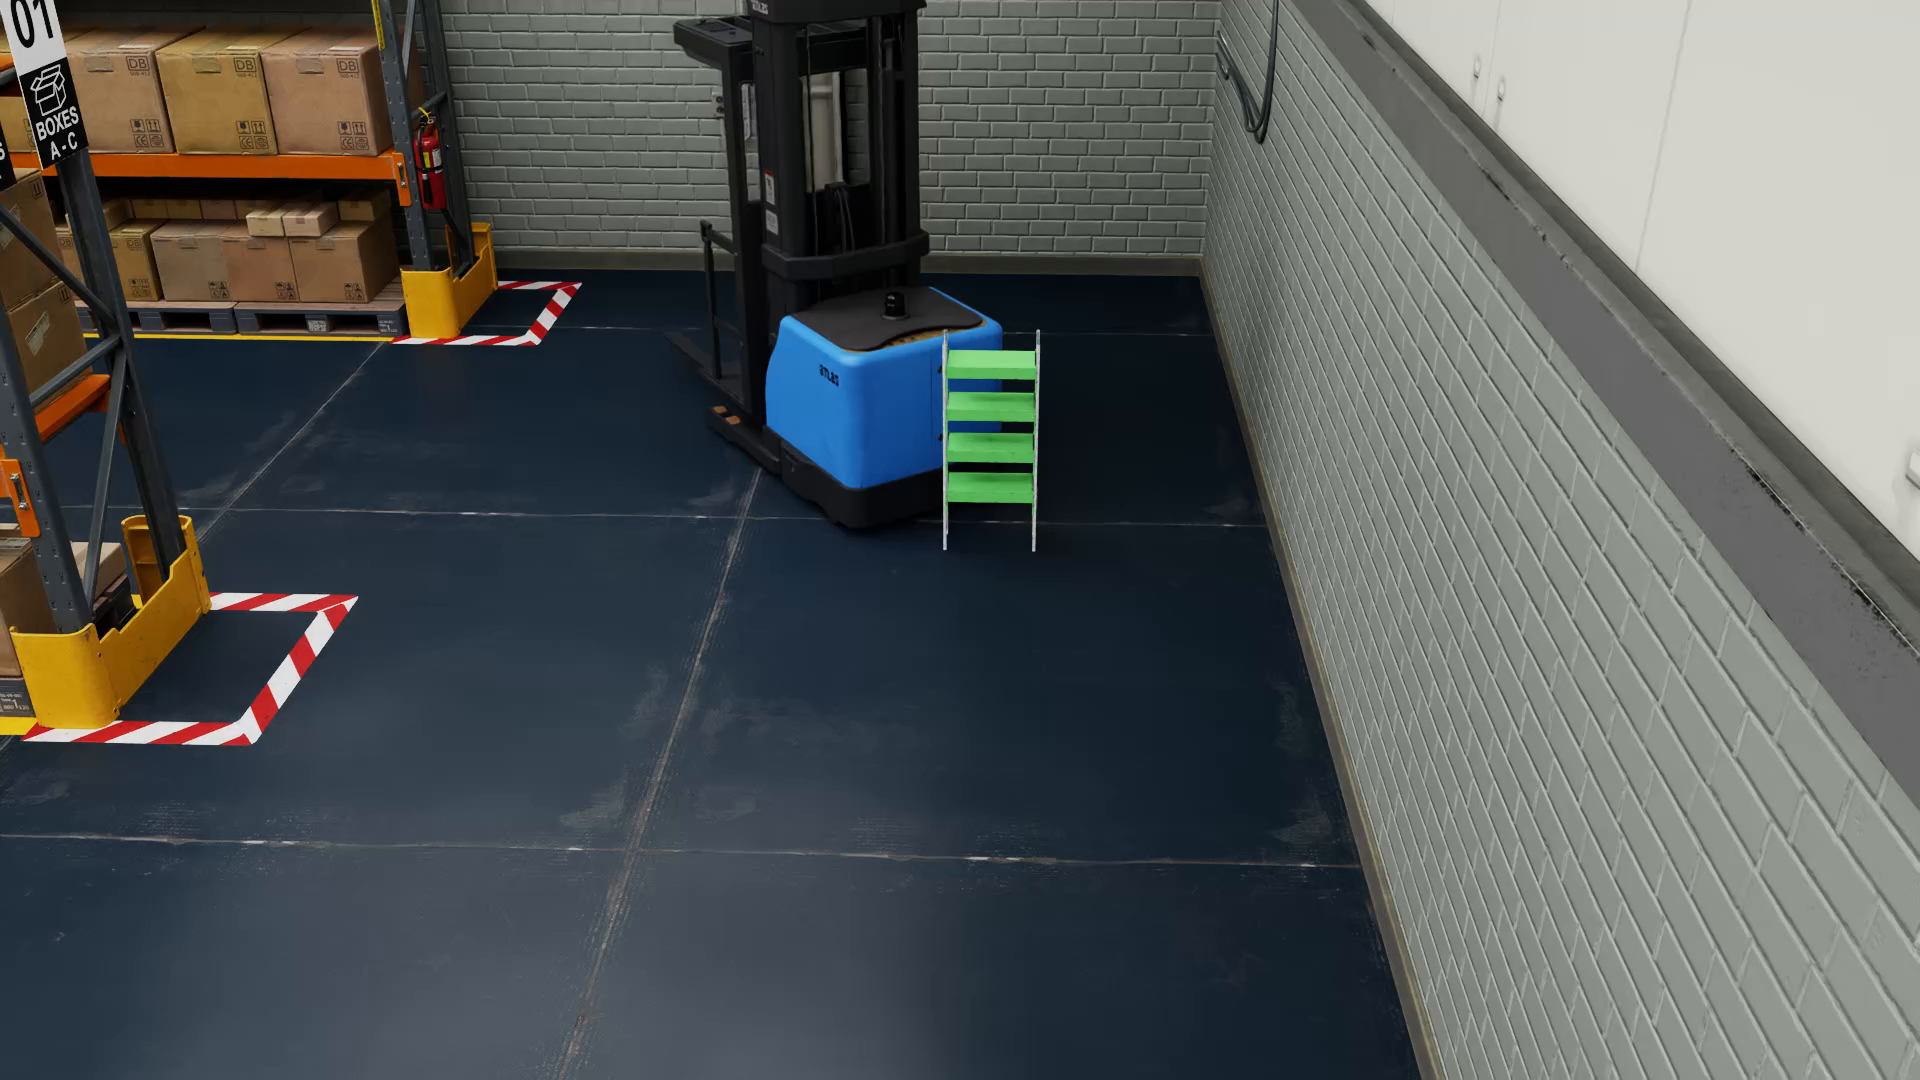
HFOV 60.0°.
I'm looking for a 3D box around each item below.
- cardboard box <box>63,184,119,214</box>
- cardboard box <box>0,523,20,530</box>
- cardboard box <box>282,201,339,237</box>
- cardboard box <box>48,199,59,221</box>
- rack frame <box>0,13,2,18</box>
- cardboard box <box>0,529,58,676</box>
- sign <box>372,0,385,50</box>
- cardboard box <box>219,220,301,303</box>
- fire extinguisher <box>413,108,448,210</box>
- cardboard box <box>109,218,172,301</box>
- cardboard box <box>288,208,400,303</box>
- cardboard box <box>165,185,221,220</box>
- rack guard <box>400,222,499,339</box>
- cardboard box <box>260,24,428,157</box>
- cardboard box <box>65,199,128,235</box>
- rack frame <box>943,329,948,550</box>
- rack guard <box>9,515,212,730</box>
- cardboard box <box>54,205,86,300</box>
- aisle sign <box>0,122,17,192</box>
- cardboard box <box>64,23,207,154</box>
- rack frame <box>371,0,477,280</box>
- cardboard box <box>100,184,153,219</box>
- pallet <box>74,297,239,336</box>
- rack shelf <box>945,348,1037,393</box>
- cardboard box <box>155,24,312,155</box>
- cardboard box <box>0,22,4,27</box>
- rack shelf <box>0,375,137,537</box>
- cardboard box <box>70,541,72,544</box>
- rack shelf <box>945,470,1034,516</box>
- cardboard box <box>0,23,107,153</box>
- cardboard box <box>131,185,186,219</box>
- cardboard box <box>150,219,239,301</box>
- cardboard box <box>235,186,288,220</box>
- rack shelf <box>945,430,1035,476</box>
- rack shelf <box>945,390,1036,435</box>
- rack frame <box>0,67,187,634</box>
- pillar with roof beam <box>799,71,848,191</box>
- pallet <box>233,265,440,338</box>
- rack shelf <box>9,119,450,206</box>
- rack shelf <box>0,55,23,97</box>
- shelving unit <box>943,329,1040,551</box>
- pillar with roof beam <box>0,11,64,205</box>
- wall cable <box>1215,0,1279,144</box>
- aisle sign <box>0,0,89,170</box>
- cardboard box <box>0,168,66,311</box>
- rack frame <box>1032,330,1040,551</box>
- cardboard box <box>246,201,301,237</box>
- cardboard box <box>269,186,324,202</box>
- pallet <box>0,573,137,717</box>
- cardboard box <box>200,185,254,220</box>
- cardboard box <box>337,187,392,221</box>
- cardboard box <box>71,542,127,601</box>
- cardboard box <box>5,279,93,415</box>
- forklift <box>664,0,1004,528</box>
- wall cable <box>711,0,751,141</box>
[{"bbox_3d":[-6.413,-2.508,12.307,0.250,0.149,0.380,0,28,0],"label":"cardboard box"},{"bbox_3d":[-5.015,0.138,8.253,0.500,0.250,0.500,1,28,2],"label":"cardboard box"},{"bbox_3d":[-4.649,-2.301,11.915,0.250,0.149,0.380,1,28,1],"label":"cardboard box"},{"bbox_3d":[-6.729,-2.334,11.978,0.250,0.149,0.380,2,28,4],"label":"cardboard box"},{"bbox_3d":[-3.982,-3.383,6.024,0.127,3.000,1.000,1,28,2],"label":"rack frame"},{"bbox_3d":[-4.534,0.284,7.711,0.500,0.500,0.500,1,28,2],"label":"cardboard box"},{"bbox_3d":[-3.844,-3.414,10.998,0.005,0.325,0.100,1,28,2],"label":"sign"},{"bbox_3d":[-5.014,-2.106,12.240,0.500,0.500,0.700,1,28,2],"label":"cardboard box"},{"bbox_3d":[-3.677,-2.634,11.497,0.183,0.674,0.296,1,28,2],"label":"fire extinguisher"},{"bbox_3d":[-6.050,-2.119,12.265,0.500,0.500,0.700,2,28,3],"label":"cardboard box"},{"bbox_3d":[-4.514,-2.097,12.224,0.500,0.500,0.700,1,28,2],"label":"cardboard box"},{"bbox_3d":[-5.649,-2.496,12.283,0.250,0.149,0.380,1,28,2],"label":"cardboard box"},{"bbox_3d":[-3.787,-1.947,12.388,0.348,0.500,1.175,1,28,2],"label":"rack guard"},{"bbox_3d":[-4.321,-3.188,11.740,0.700,0.700,0.980,2,28,4],"label":"cardboard box"},{"bbox_3d":[-6.207,-2.325,11.962,0.250,0.149,0.380,0,28,0],"label":"cardboard box"},{"bbox_3d":[-0.078,-0.531,8.971,0.015,1.200,0.240,1,28,2],"label":"rack frame"},{"bbox_3d":[-4.058,0.371,8.017,0.348,0.500,1.175,1,28,2],"label":"rack guard"},{"bbox_3d":[-6.563,-2.128,12.283,0.500,0.500,0.700,1,28,1],"label":"cardboard box"},{"bbox_3d":[-3.925,-1.737,6.548,0.004,0.787,0.394,1,28,2],"label":"aisle sign"},{"bbox_3d":[-5.810,-3.211,11.785,0.700,0.700,0.980,0,28,-1],"label":"cardboard box"},{"bbox_3d":[-3.811,-3.051,11.804,0.127,3.000,1.000,1,28,2],"label":"rack frame"},{"bbox_3d":[-6.160,-2.504,12.299,0.250,0.149,0.380,1,28,2],"label":"cardboard box"},{"bbox_3d":[-5.829,-1.817,12.453,1.213,0.211,1.003,1,28,2],"label":"pallet"},{"bbox_3d":[0.165,-0.895,8.769,0.480,0.148,0.258,1,28,2],"label":"rack shelf"},{"bbox_3d":[-5.049,-3.194,11.753,0.700,0.700,0.980,1,28,1],"label":"cardboard box"},{"bbox_3d":[-7.267,-3.233,11.827,0.700,0.700,0.980,1,28,3],"label":"cardboard box"},{"bbox_3d":[-5.981,-0.448,7.660,4.000,0.370,1.077,1,28,2],"label":"rack shelf"},{"bbox_3d":[-4.638,0.153,8.314,0.250,0.166,0.380,1,28,2],"label":"cardboard box"},{"bbox_3d":[0.165,-0.259,9.106,0.480,0.148,0.258,1,28,2],"label":"rack shelf"},{"bbox_3d":[-6.538,-3.219,11.799,0.700,0.700,0.980,0,28,0],"label":"cardboard box"},{"bbox_3d":[-5.902,-2.500,12.291,0.250,0.149,0.380,0,28,1],"label":"cardboard box"},{"bbox_3d":[-5.517,-2.114,12.255,0.500,0.500,0.700,0,28,0],"label":"cardboard box"},{"bbox_3d":[-5.139,-2.488,12.268,0.250,0.149,0.380,1,28,2],"label":"cardboard box"},{"bbox_3d":[0.165,-0.471,8.994,0.480,0.148,0.258,1,28,2],"label":"rack shelf"},{"bbox_3d":[0.165,-0.683,8.881,0.480,0.148,0.258,1,28,2],"label":"rack shelf"},{"bbox_3d":[-3.982,-0.733,7.429,0.127,3.000,1.000,1,28,2],"label":"rack frame"},{"bbox_3d":[-1.234,-4.047,7.277,0.400,9.000,9.100,1,28,2],"label":"pillar with roof beam"},{"bbox_3d":[-4.613,-1.796,12.413,1.213,0.211,1.003,1,28,2],"label":"pallet"},{"bbox_3d":[-5.810,-2.767,12.034,4.000,0.370,1.077,1,28,2],"label":"rack shelf"},{"bbox_3d":[-5.981,-1.773,6.958,4.000,0.370,1.077,1,28,2],"label":"rack shelf"},{"bbox_3d":[0.165,-0.527,8.964,0.503,1.200,0.258,1,28,2],"label":"shelving unit"},{"bbox_3d":[-7.230,-4.146,7.464,0.400,9.000,9.100,1,28,2],"label":"pillar with roof beam"},{"bbox_3d":[1.829,-4.069,10.634,0.112,2.526,3.097,1,28,2],"label":"wall cable"},{"bbox_3d":[-3.904,-2.018,7.078,0.004,0.787,0.394,1,28,2],"label":"aisle sign"},{"bbox_3d":[-4.416,-1.349,7.419,0.500,0.500,0.500,2,28,3],"label":"cardboard box"},{"bbox_3d":[0.409,-0.523,8.956,0.015,1.200,0.240,1,28,2],"label":"rack frame"},{"bbox_3d":[-4.904,-2.305,11.923,0.250,0.149,0.380,2,28,3],"label":"cardboard box"},{"bbox_3d":[-4.889,-2.483,12.260,0.250,0.149,0.380,1,28,2],"label":"cardboard box"},{"bbox_3d":[-4.855,0.486,8.109,1.213,0.211,1.003,1,28,2],"label":"pallet"},{"bbox_3d":[-5.393,-2.492,12.276,0.250,0.149,0.380,1,28,3],"label":"cardboard box"},{"bbox_3d":[-4.382,-2.475,12.245,0.250,0.149,0.380,1,28,2],"label":"cardboard box"},{"bbox_3d":[-4.389,0.165,8.311,0.250,0.149,0.380,1,28,2],"label":"cardboard box"},{"bbox_3d":[-4.416,-0.908,7.653,0.500,0.500,0.500,2,28,3],"label":"cardboard box"},{"bbox_3d":[-0.955,-2.007,9.907,1.130,2.935,3.031,-16,32,-28],"label":"forklift"},{"bbox_3d":[-2.498,-3.922,12.361,1.851,1.984,0.084,1,28,2],"label":"wall cable"}]
